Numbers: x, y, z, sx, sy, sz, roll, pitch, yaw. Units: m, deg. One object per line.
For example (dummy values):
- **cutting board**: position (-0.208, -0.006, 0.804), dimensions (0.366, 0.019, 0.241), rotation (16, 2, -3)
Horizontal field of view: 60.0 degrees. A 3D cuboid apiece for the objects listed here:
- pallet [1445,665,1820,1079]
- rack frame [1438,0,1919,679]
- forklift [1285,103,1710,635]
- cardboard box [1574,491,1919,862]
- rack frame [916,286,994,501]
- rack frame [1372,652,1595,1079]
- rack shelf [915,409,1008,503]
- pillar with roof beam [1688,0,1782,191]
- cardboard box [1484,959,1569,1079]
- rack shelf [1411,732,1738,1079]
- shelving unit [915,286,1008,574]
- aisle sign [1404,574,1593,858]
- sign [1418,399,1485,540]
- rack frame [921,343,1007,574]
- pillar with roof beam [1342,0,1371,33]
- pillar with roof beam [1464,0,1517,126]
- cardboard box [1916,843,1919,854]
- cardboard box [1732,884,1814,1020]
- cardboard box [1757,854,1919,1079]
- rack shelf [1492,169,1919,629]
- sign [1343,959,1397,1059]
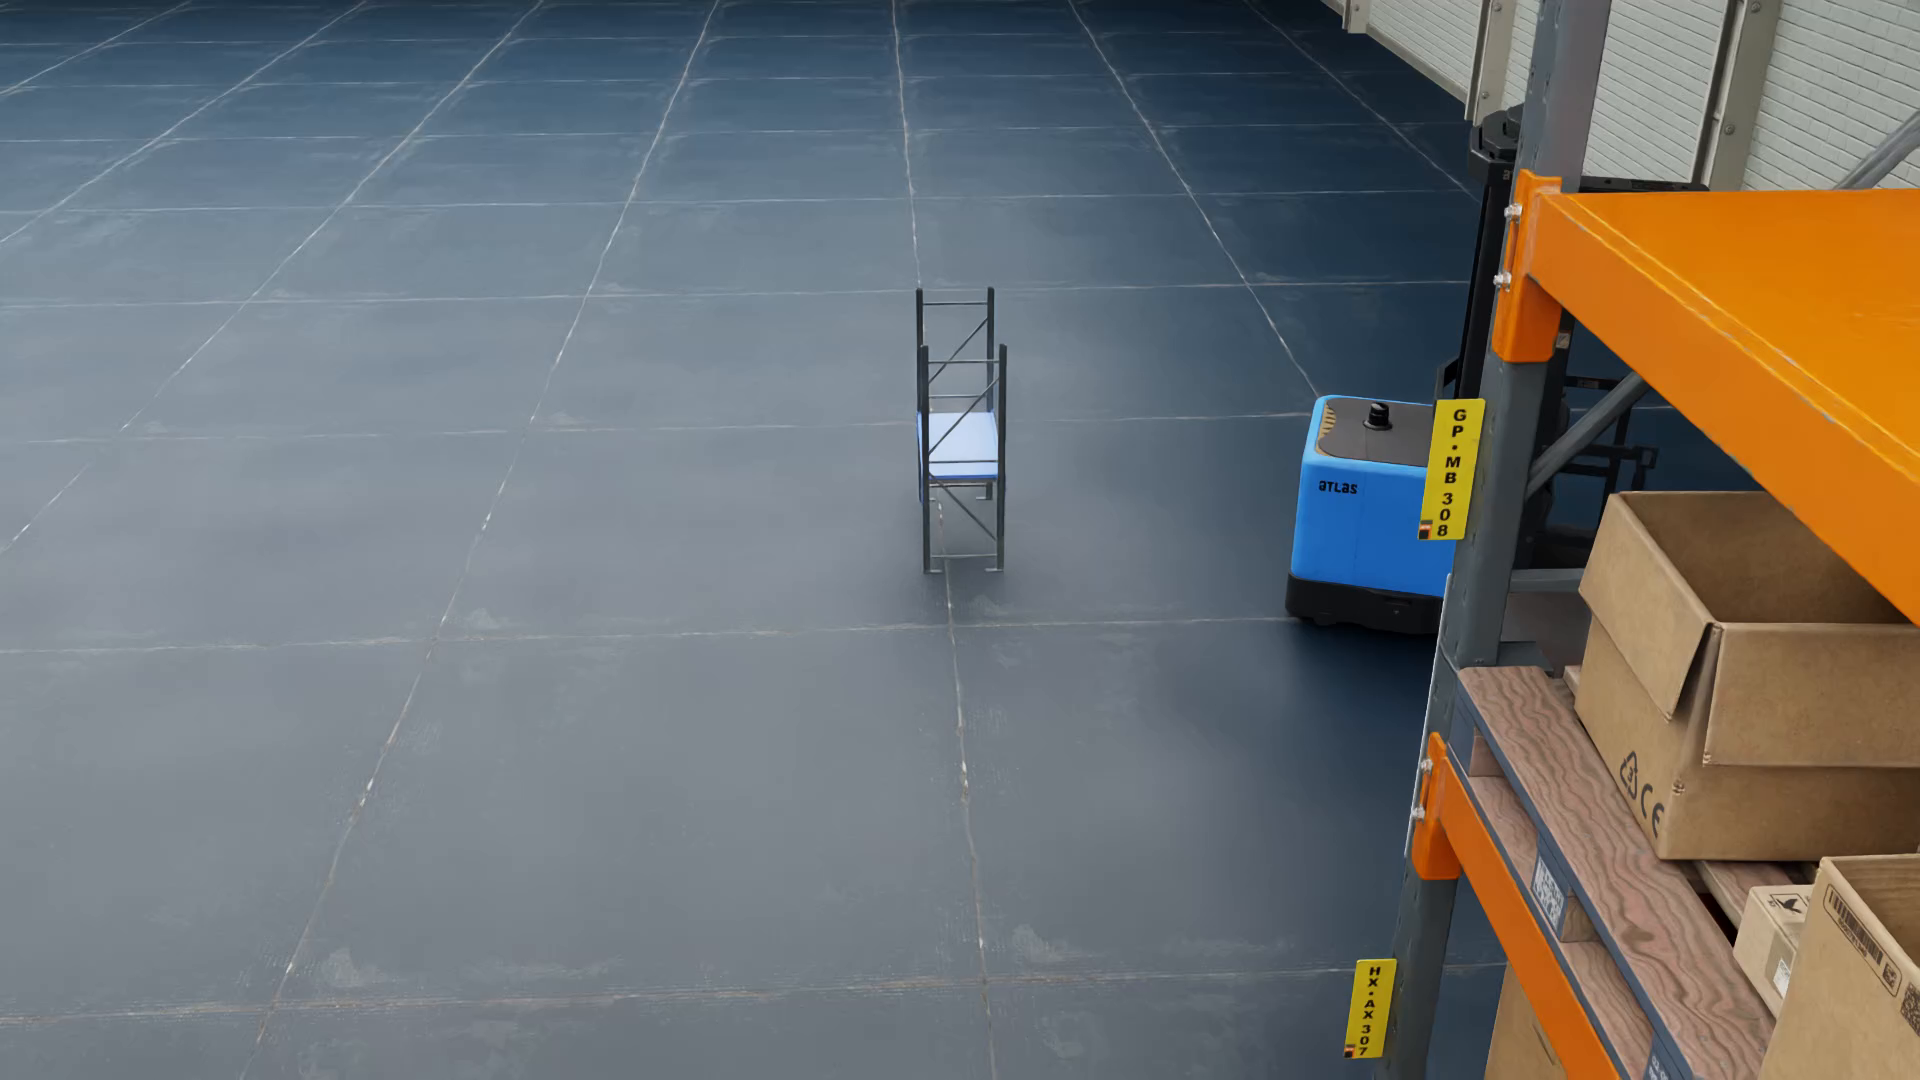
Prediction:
- **pallet**: position (1.602, 0.633, 3.145), dimensions (1.003, 0.211, 1.213), rotation (-1, 28, -3)
- **rack frame**: position (1.591, -1.064, 3.059), dimensions (1.000, 3.000, 0.127), rotation (-1, 28, -3)
- **forklift**: position (3.497, -0.848, 9.206), dimensions (3.031, 2.935, 1.130), rotation (7, 28, 14)
- **cardboard box**: position (1.617, 0.238, 3.090), dimensions (0.797, 0.503, 0.637), rotation (0, 28, 1)
- **rack frame**: position (-0.031, -0.939, 10.929), dimensions (0.500, 1.500, 0.032), rotation (-1, 28, -3)
- **rack frame**: position (1.591, 1.596, 4.446), dimensions (1.000, 3.000, 0.127), rotation (-1, 28, -3)
- **rack shelf**: position (-0.004, -0.545, 10.562), dimensions (0.538, 0.185, 1.000), rotation (-1, 28, -3)
- **pillar with roof beam**: position (2.512, -6.320, 13.137), dimensions (9.100, 9.000, 0.400), rotation (-1, 28, -3)
- **cardboard box**: position (1.605, 1.217, 3.662), dimensions (0.700, 0.500, 0.500), rotation (-1, 28, -2)
- **rack shelf**: position (1.695, 1.509, 2.148), dimensions (1.077, 0.370, 4.000), rotation (-1, 28, -3)
- **shelving unit**: position (-0.004, -0.704, 10.479), dimensions (0.538, 1.500, 1.048), rotation (-1, 28, -3)
- **aisle sign**: position (1.282, 0.421, 3.889), dimensions (0.394, 0.787, 0.004), rotation (-1, 28, -3)
- **sign**: position (1.036, -0.146, 3.511), dimensions (0.100, 0.325, 0.005), rotation (-1, 28, -3)
- **rack frame**: position (0.022, -0.470, 10.029), dimensions (0.500, 1.500, 0.032), rotation (-1, 28, -3)
- **pillar with roof beam**: position (1.886, -11.862, 23.763), dimensions (9.100, 9.000, 0.400), rotation (-1, 28, -3)
- **pillar with roof beam**: position (2.199, -9.091, 18.450), dimensions (9.100, 9.000, 0.400), rotation (-1, 28, -3)
- **cardboard box**: position (1.914, 0.610, 2.650), dimensions (0.500, 0.250, 0.500), rotation (-1, 28, -3)
- **cardboard box**: position (1.476, 0.677, 2.631), dimensions (0.380, 0.149, 0.250), rotation (-1, 28, -3)
- **cardboard box**: position (1.405, 0.747, 2.116), dimensions (0.500, 0.500, 0.500), rotation (-1, 28, -3)
- **rack shelf**: position (1.695, 0.356, 1.547), dimensions (1.077, 0.370, 4.000), rotation (-1, 28, -3)
- **sign**: position (1.036, 1.188, 4.207), dimensions (0.100, 0.325, 0.005), rotation (-1, 28, -3)
